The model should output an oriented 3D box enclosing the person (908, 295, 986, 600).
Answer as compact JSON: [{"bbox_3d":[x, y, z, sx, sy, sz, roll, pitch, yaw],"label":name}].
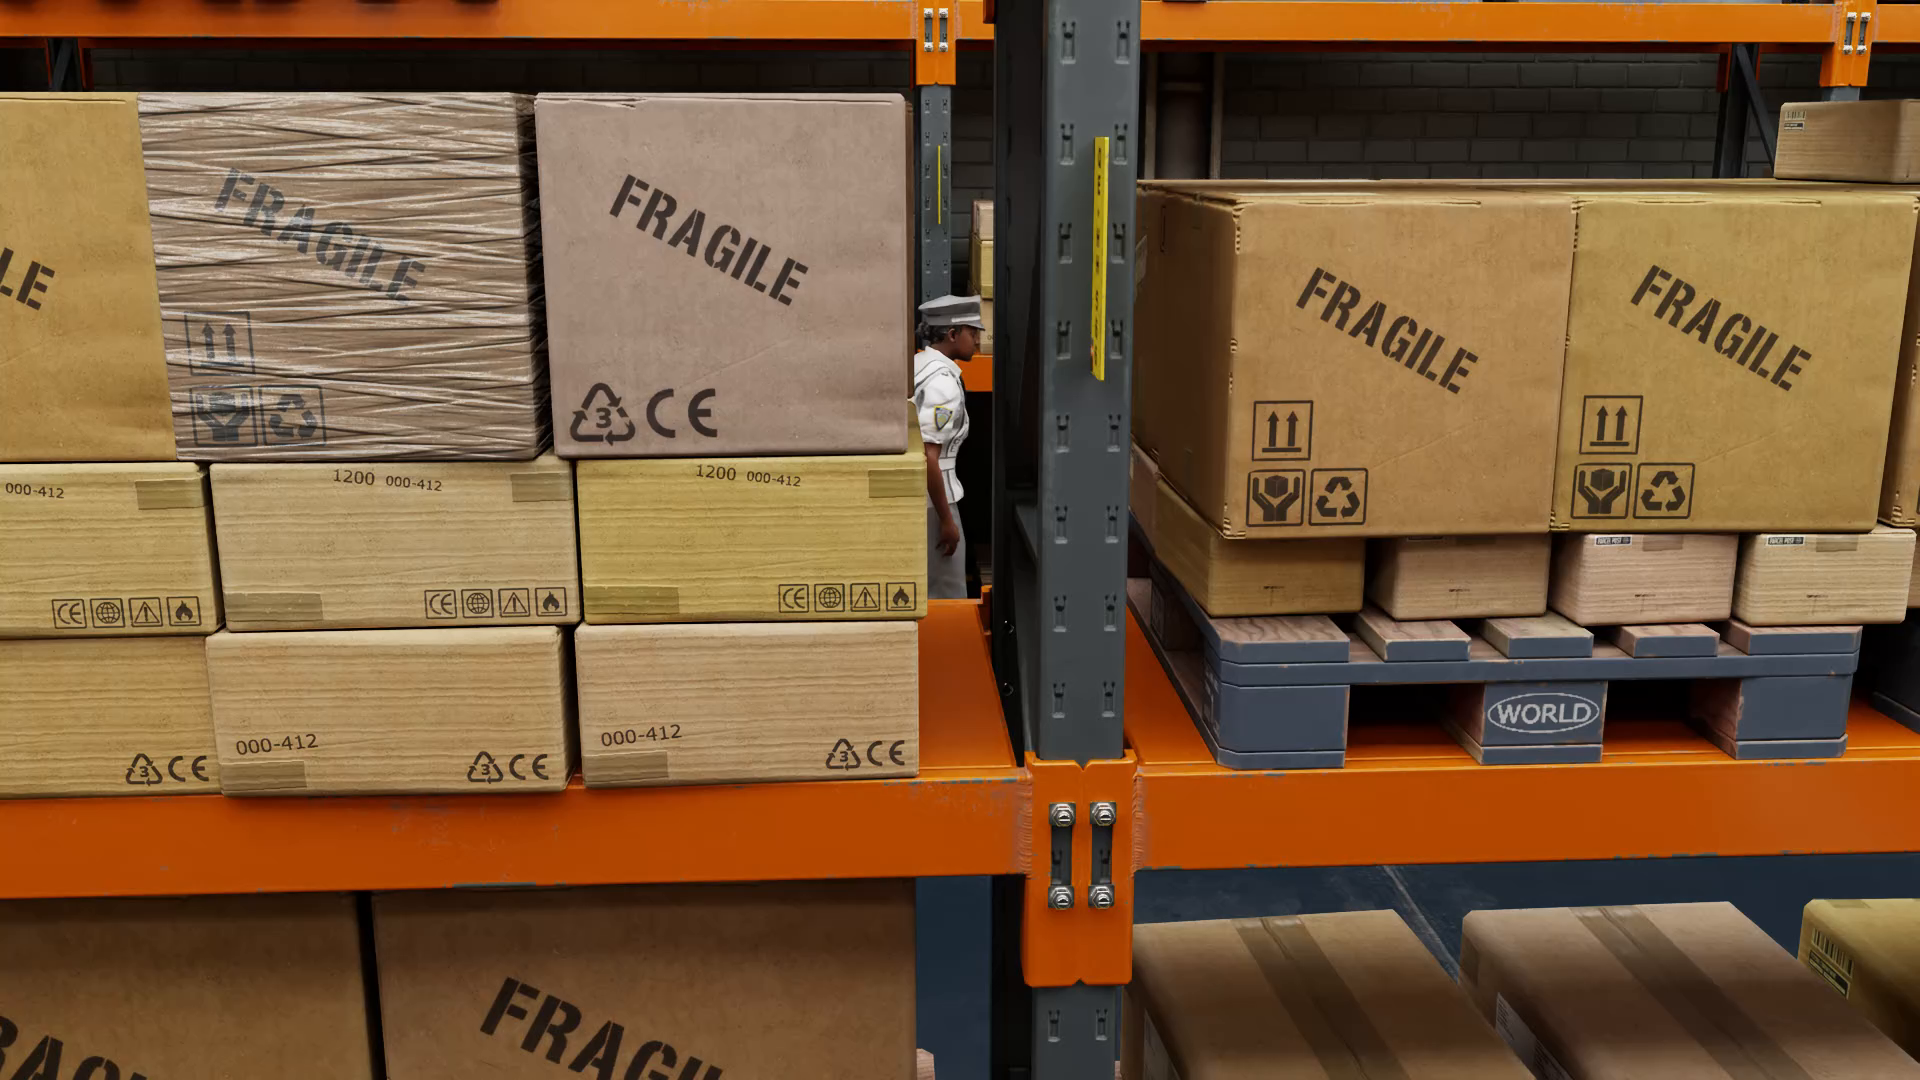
[{"bbox_3d":[-0.081,-0.115,6.475,0.421,1.656,0.503,-2,14,-8],"label":"person"}]
